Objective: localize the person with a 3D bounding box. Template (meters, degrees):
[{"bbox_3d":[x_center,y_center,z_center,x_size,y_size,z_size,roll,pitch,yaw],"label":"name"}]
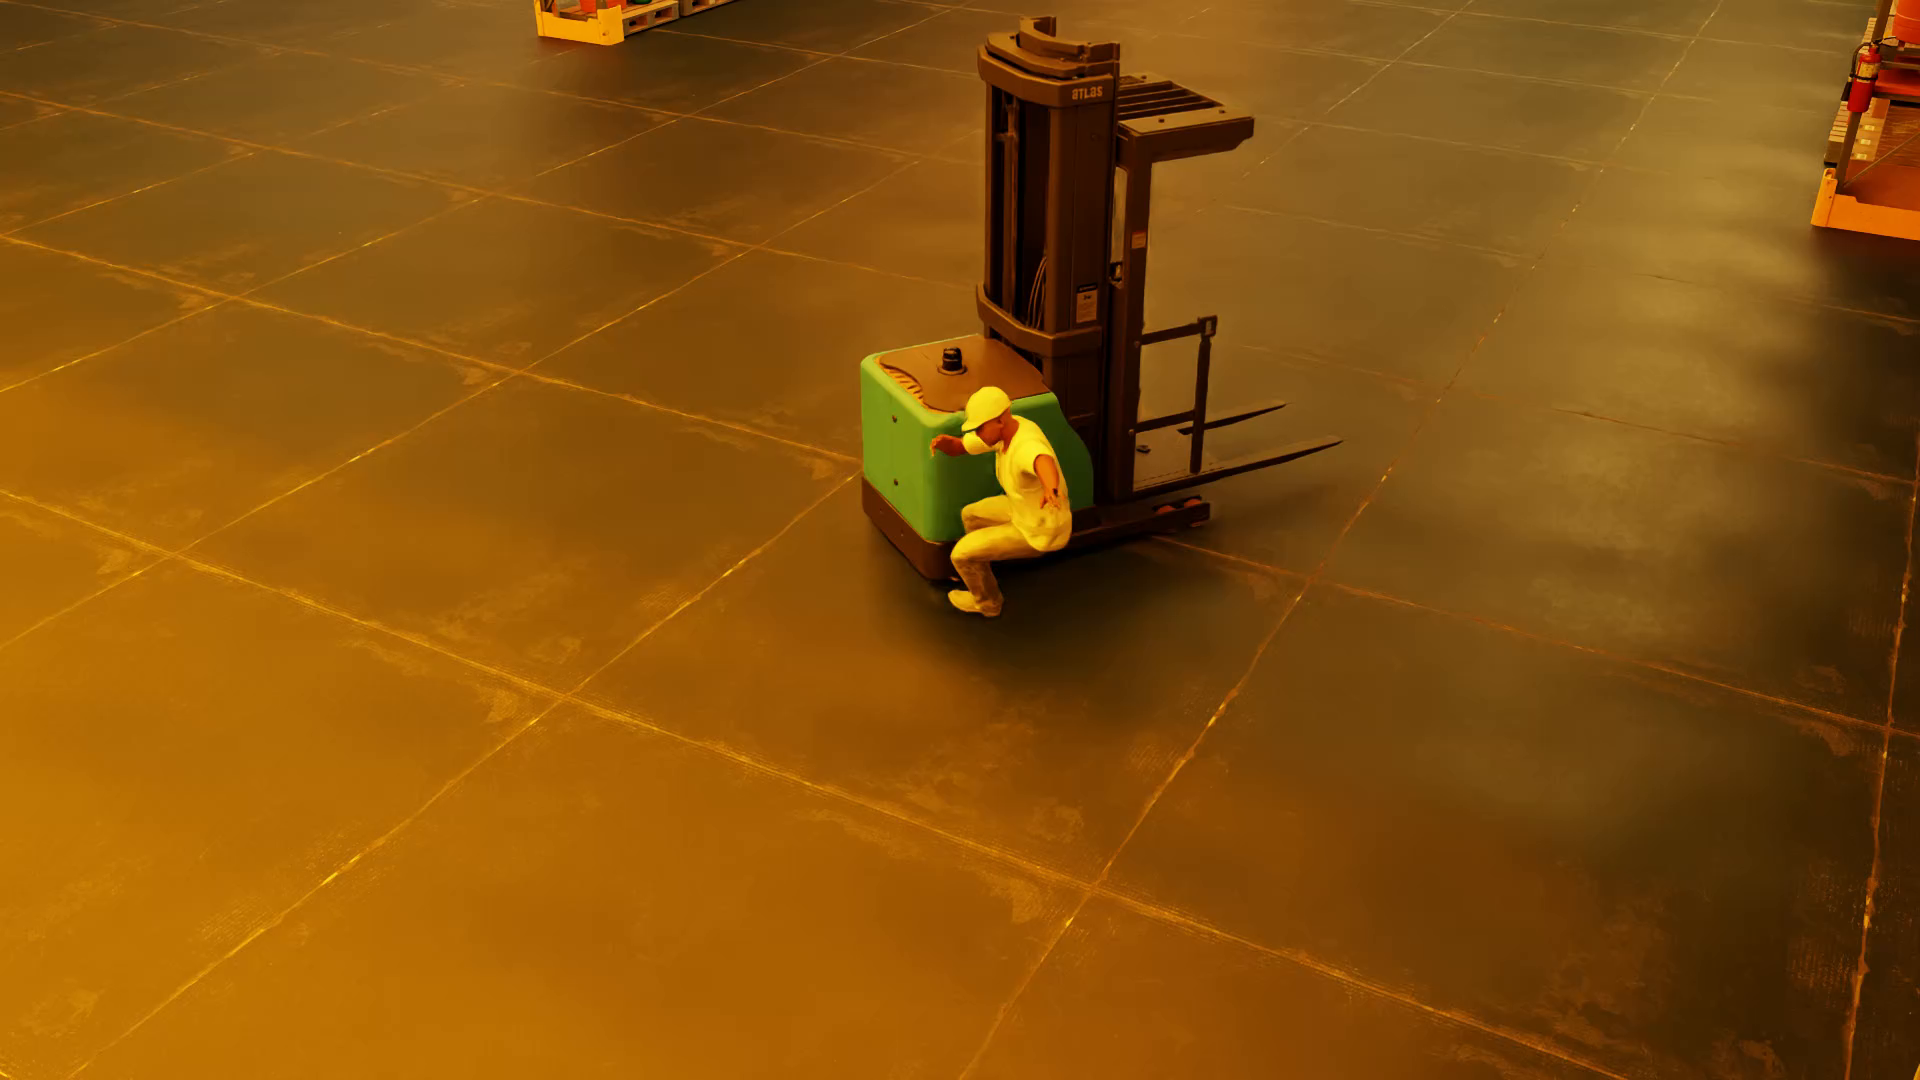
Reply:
[{"bbox_3d":[0.226,-0.074,8.719,0.743,1.439,1.514,-3,30,-5],"label":"person"}]

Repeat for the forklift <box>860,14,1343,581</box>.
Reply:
[{"bbox_3d":[0.956,-1.531,9.723,3.031,2.935,1.130,-14,33,-23],"label":"forklift"}]
